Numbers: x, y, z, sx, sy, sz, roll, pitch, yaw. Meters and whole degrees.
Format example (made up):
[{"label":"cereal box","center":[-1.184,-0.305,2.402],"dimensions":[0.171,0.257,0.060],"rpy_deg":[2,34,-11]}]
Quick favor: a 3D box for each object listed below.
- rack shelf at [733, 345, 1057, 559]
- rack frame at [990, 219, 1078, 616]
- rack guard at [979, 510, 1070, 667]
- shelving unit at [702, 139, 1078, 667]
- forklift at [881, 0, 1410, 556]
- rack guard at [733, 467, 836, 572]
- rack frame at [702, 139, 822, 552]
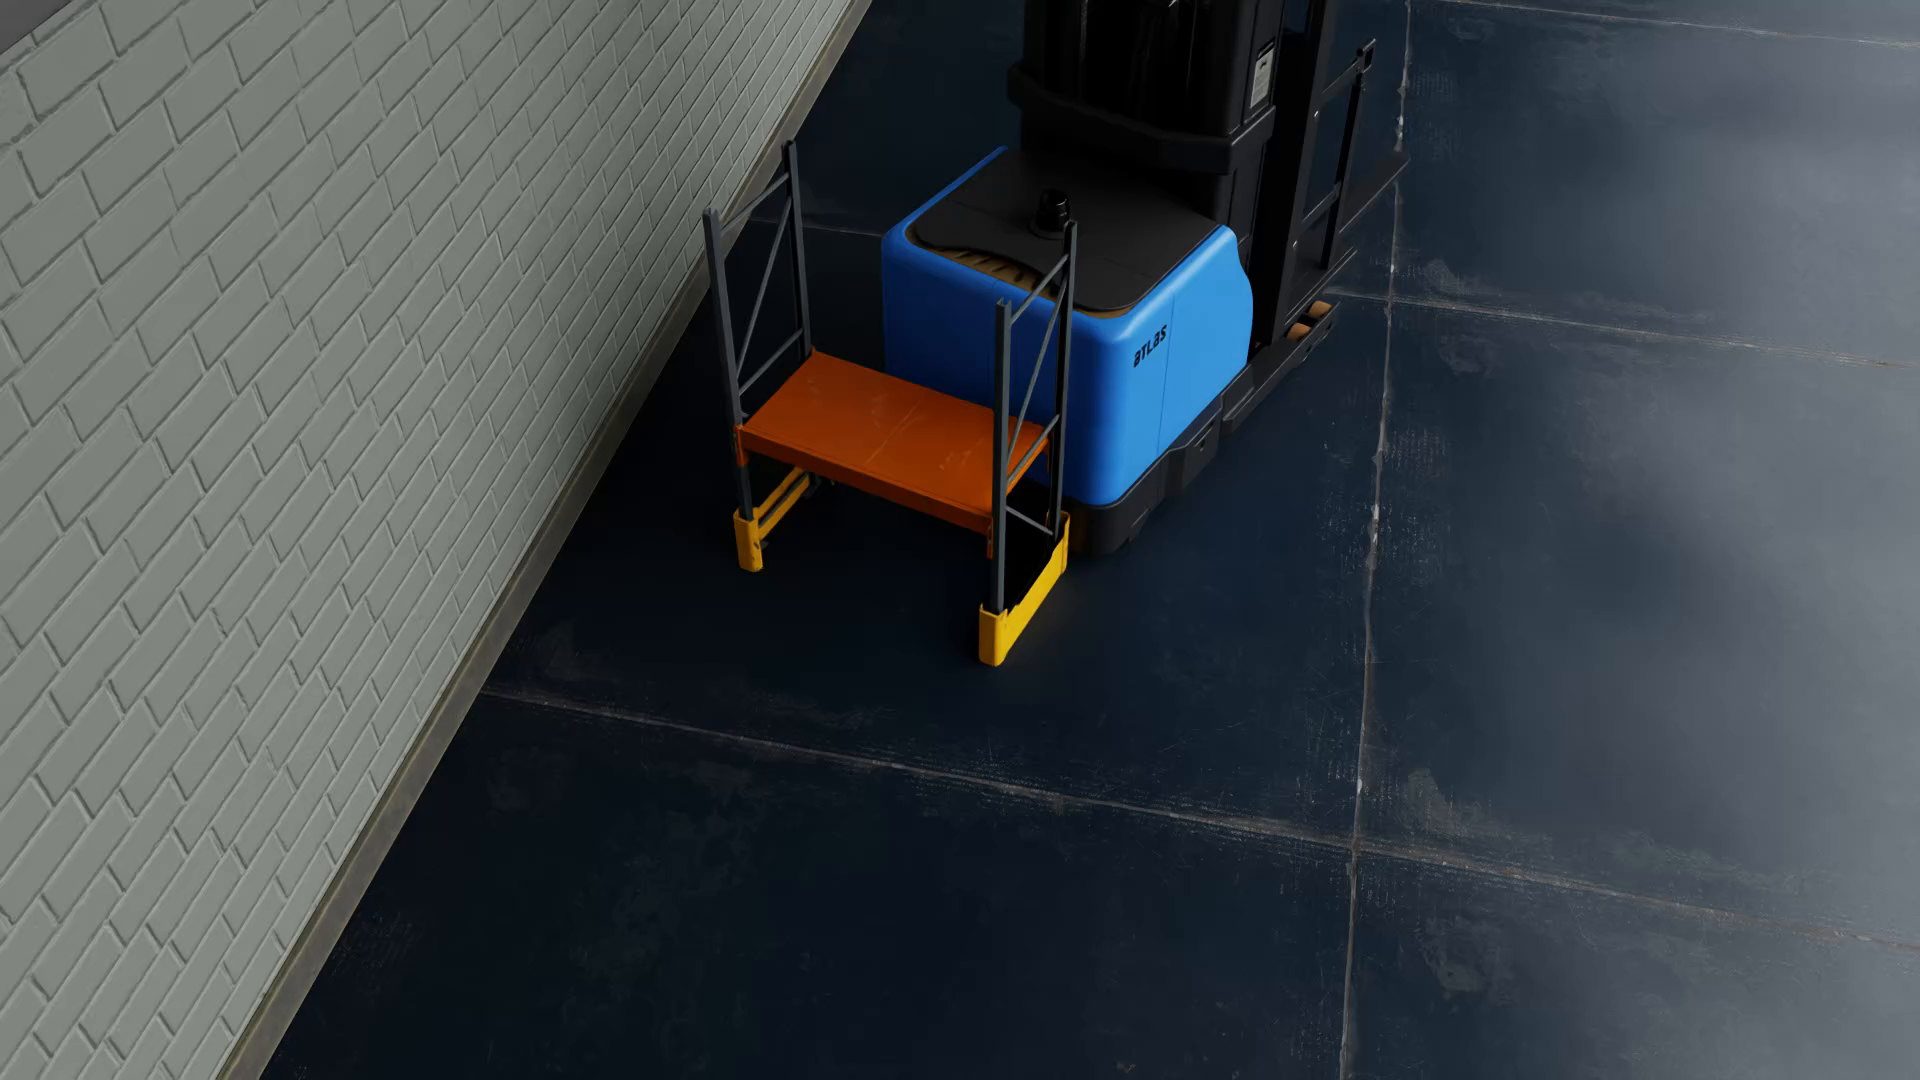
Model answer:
[{"label":"rack shelf","center":[-0.218,-0.322,5.762],"dimensions":[1.000,0.185,0.538],"rpy_deg":[20,47,20]},{"label":"rack frame","center":[0.232,-0.287,5.467],"dimensions":[0.032,1.500,0.500],"rpy_deg":[20,47,20]},{"label":"rack guard","center":[0.231,0.163,5.901],"dimensions":[0.087,0.250,0.587],"rpy_deg":[20,47,20]},{"label":"shelving unit","center":[-0.210,-0.449,5.635],"dimensions":[1.083,1.500,0.587],"rpy_deg":[20,47,20]},{"label":"forklift","center":[0.967,-1.981,6.194],"dimensions":[1.130,2.935,3.031],"rpy_deg":[26,50,25]},{"label":"rack guard","center":[-0.650,-0.159,6.235],"dimensions":[0.087,0.250,0.587],"rpy_deg":[20,47,20]},{"label":"rack frame","center":[-0.668,-0.616,5.808],"dimensions":[0.032,1.500,0.500],"rpy_deg":[20,47,20]}]
